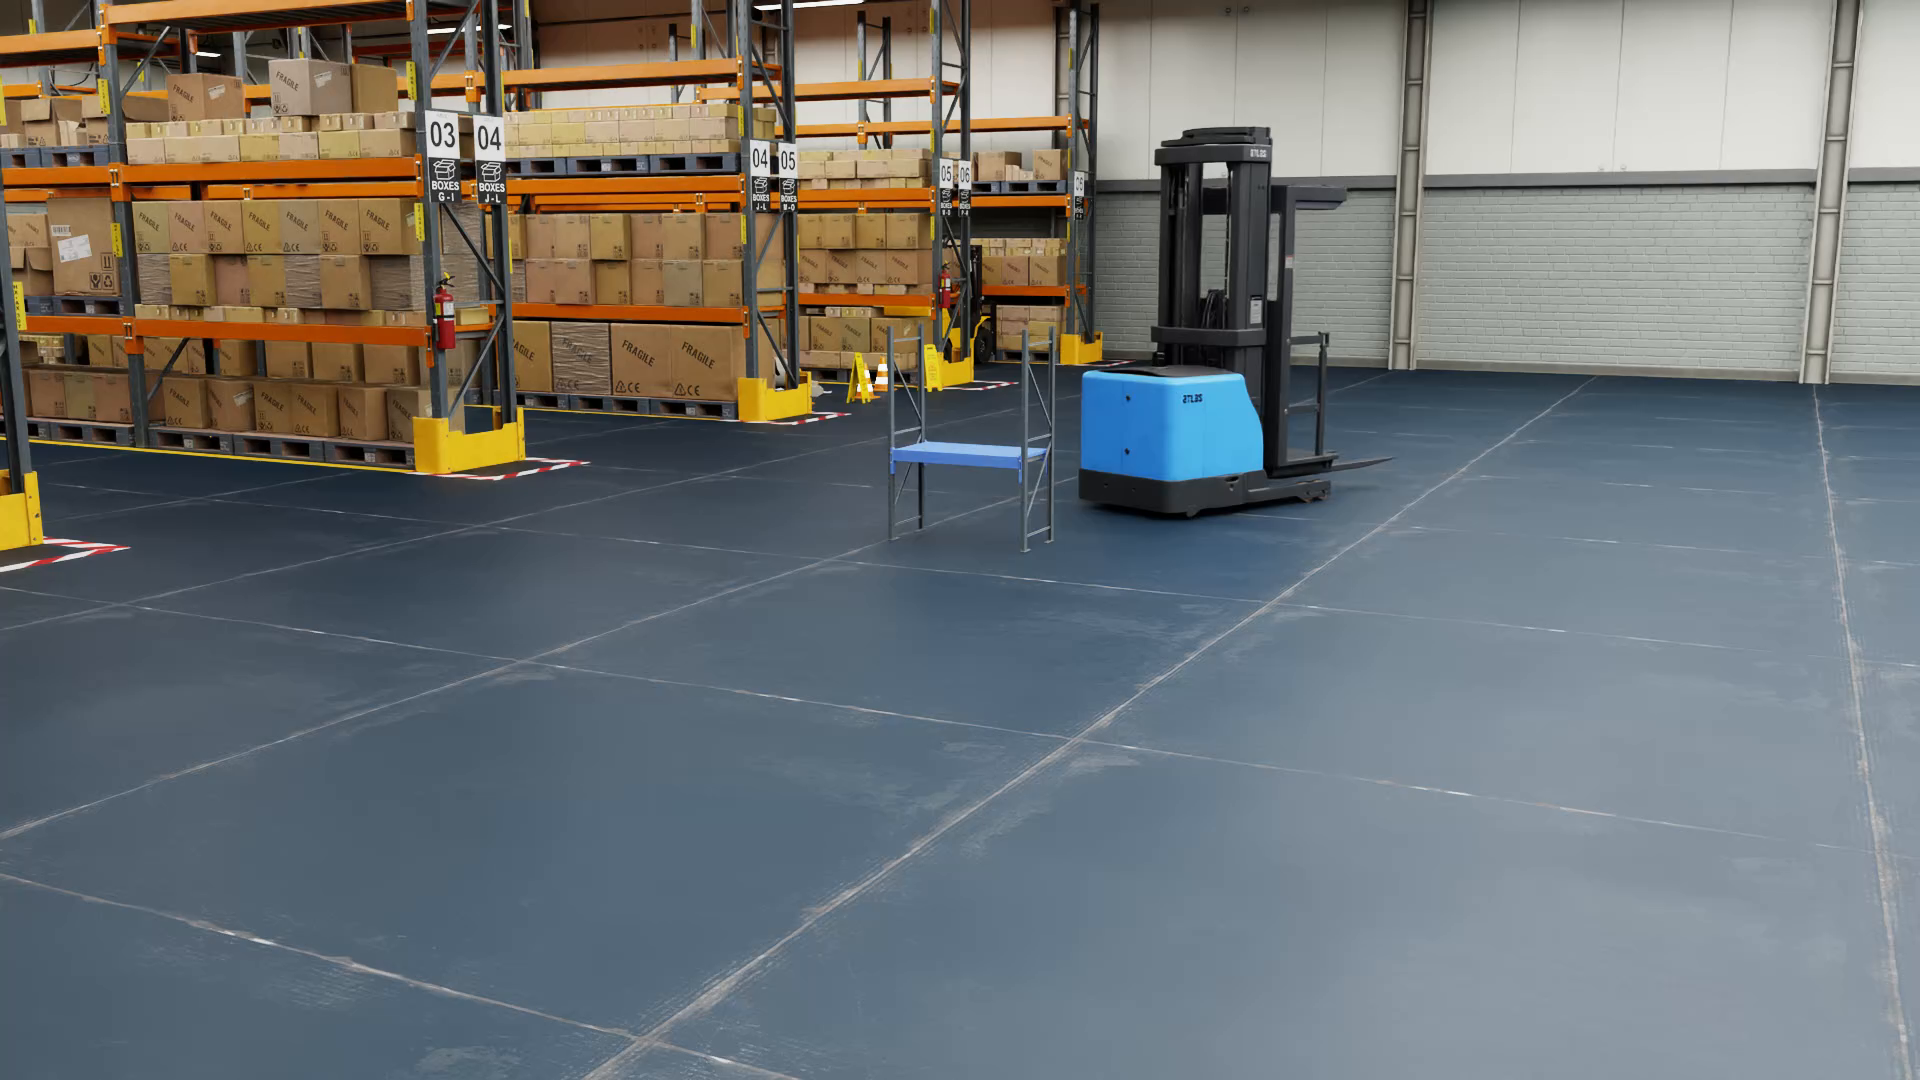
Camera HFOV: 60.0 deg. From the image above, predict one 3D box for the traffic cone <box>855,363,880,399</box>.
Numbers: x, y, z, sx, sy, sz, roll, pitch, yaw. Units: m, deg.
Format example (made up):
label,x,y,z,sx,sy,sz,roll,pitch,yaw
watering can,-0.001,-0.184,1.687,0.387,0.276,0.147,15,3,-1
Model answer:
label,x,y,z,sx,sy,sz,roll,pitch,yaw
traffic cone,-1.265,-2.127,22.185,0.334,0.463,0.336,5,11,26

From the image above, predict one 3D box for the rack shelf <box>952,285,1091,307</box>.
label,x,y,z,sx,sy,sz,roll,pitch,yaw
rack shelf,0.277,-4.348,29.354,4.000,0.370,1.077,5,11,26

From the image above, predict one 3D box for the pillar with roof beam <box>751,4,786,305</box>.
label,x,y,z,sx,sy,sz,roll,pitch,yaw
pillar with roof beam,-5.441,-7.481,27.797,0.548,9.000,9.100,5,11,26

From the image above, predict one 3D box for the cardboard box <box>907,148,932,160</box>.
label,x,y,z,sx,sy,sz,roll,pitch,yaw
cardboard box,-0.556,-5.476,23.609,0.250,0.149,0.380,5,11,26

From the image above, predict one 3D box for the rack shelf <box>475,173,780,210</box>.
label,x,y,z,sx,sy,sz,roll,pitch,yaw
rack shelf,-4.016,-4.233,20.293,4.000,0.370,1.077,5,11,26

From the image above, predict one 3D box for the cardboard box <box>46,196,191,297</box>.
label,x,y,z,sx,sy,sz,roll,pitch,yaw
cardboard box,-8.745,-3.071,17.413,1.000,1.000,1.000,5,11,26

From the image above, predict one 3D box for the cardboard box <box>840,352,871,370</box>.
label,x,y,z,sx,sy,sz,roll,pitch,yaw
cardboard box,-1.427,-2.668,24.592,0.500,0.250,0.500,5,11,26

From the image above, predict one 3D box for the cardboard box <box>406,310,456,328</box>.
label,x,y,z,sx,sy,sz,roll,pitch,yaw
cardboard box,-4.854,-2.035,15.257,0.250,0.149,0.380,5,11,26

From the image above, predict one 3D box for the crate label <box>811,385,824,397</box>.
label,x,y,z,sx,sy,sz,roll,pitch,yaw
crate label,-1.997,-2.019,22.501,0.298,0.136,0.250,-1,10,-4

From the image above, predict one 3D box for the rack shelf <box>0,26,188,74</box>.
label,x,y,z,sx,sy,sz,roll,pitch,yaw
rack shelf,-9.888,-5.043,17.470,4.000,0.370,1.077,5,11,26

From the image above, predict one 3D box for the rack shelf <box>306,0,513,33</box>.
label,x,y,z,sx,sy,sz,roll,pitch,yaw
rack shelf,-9.090,-8.773,27.625,4.000,0.370,1.077,5,11,26

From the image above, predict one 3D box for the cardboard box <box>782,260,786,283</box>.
label,x,y,z,sx,sy,sz,roll,pitch,yaw
cardboard box,-2.533,-4.106,24.878,0.500,0.500,0.500,5,11,25

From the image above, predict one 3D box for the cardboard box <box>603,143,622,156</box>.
label,x,y,z,sx,sy,sz,roll,pitch,yaw
cardboard box,-4.038,-4.654,19.845,0.250,0.149,0.380,5,11,27

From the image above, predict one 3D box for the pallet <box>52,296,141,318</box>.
label,x,y,z,sx,sy,sz,roll,pitch,yaw
pallet,-8.715,-2.473,17.512,1.213,0.211,1.003,5,11,26

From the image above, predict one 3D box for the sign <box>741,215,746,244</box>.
label,x,y,z,sx,sy,sz,roll,pitch,yaw
sign,-2.475,-3.554,19.028,0.005,0.325,0.100,5,11,26

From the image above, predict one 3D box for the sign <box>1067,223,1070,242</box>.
label,x,y,z,sx,sy,sz,roll,pitch,yaw
sign,1.818,-5.146,27.822,0.005,0.325,0.100,5,11,26

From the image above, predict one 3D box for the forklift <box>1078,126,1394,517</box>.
label,x,y,z,sx,sy,sz,roll,pitch,yaw
forklift,2.393,-1.809,13.493,3.031,2.935,1.130,-8,13,-39

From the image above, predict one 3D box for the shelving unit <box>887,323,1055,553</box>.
label,x,y,z,sx,sy,sz,roll,pitch,yaw
shelving unit,0.077,-0.731,11.560,1.048,1.500,0.538,5,11,26

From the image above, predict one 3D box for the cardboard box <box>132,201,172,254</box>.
label,x,y,z,sx,sy,sz,roll,pitch,yaw
cardboard box,-7.803,-3.096,16.489,0.500,0.500,0.500,5,11,26

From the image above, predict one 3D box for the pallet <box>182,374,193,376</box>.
label,x,y,z,sx,sy,sz,roll,pitch,yaw
pallet,-11.186,-2.370,24.231,1.213,0.211,1.003,5,11,26

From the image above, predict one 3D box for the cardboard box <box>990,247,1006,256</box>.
label,x,y,z,sx,sy,sz,roll,pitch,yaw
cardboard box,0.710,-4.976,28.701,0.250,0.149,0.380,5,11,24

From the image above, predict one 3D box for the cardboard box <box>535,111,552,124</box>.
label,x,y,z,sx,sy,sz,roll,pitch,yaw
cardboard box,-4.949,-5.126,20.216,0.250,0.149,0.380,5,11,25

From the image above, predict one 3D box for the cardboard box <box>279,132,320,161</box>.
label,x,y,z,sx,sy,sz,roll,pitch,yaw
cardboard box,-5.957,-3.649,15.470,0.500,0.250,0.500,5,12,27

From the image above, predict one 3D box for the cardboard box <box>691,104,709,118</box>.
label,x,y,z,sx,sy,sz,roll,pitch,yaw
cardboard box,-2.898,-4.946,19.221,0.250,0.149,0.380,5,11,26

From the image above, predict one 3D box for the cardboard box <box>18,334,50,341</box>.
label,x,y,z,sx,sy,sz,roll,pitch,yaw
cardboard box,-14.089,-3.047,25.299,0.250,0.149,0.380,5,12,28

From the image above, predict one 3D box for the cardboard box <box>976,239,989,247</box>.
label,x,y,z,sx,sy,sz,roll,pitch,yaw
cardboard box,0.467,-5.139,28.763,0.250,0.149,0.380,5,12,27

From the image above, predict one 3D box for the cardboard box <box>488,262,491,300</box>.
label,x,y,z,sx,sy,sz,roll,pitch,yaw
cardboard box,-6.395,-3.316,21.349,0.500,0.500,0.500,5,11,25

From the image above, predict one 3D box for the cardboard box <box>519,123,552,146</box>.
label,x,y,z,sx,sy,sz,roll,pitch,yaw
cardboard box,-5.041,-4.950,20.362,0.500,0.250,0.500,5,11,25

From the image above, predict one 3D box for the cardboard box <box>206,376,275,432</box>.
label,x,y,z,sx,sy,sz,roll,pitch,yaw
cardboard box,-7.236,-1.379,16.767,0.500,0.500,0.500,10,14,44

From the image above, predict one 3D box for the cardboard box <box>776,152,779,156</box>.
label,x,y,z,sx,sy,sz,roll,pitch,yaw
cardboard box,-2.624,-5.660,24.626,0.250,0.149,0.380,5,11,24

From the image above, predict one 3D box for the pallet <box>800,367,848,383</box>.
label,x,y,z,sx,sy,sz,roll,pitch,yaw
pallet,-1.993,-2.552,25.236,1.213,0.211,1.003,5,11,26

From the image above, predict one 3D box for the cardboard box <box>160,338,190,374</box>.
label,x,y,z,sx,sy,sz,roll,pitch,yaw
cardboard box,-11.047,-2.651,23.795,0.500,0.500,0.500,4,11,23

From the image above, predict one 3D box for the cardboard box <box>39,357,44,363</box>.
label,x,y,z,sx,sy,sz,roll,pitch,yaw
cardboard box,-13.682,-2.713,25.124,0.250,0.149,0.380,5,12,27

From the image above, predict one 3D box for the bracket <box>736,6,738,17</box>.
label,x,y,z,sx,sy,sz,roll,pitch,yaw
bracket,-4.065,-9.916,31.143,0.430,0.232,0.235,5,11,26

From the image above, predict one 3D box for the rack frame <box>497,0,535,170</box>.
label,x,y,z,sx,sy,sz,roll,pitch,yaw
rack frame,-7.297,-7.334,26.987,0.127,3.000,1.000,5,11,26

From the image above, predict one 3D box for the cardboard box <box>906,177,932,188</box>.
label,x,y,z,sx,sy,sz,roll,pitch,yaw
cardboard box,-0.566,-5.088,23.701,0.250,0.149,0.380,5,11,26

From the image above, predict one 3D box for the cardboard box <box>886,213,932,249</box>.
label,x,y,z,sx,sy,sz,roll,pitch,yaw
cardboard box,-0.677,-4.445,23.943,0.500,0.500,0.700,5,11,24

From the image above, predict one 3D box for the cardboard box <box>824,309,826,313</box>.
label,x,y,z,sx,sy,sz,roll,pitch,yaw
cardboard box,-1.989,-3.938,30.552,0.625,0.625,0.875,6,12,28

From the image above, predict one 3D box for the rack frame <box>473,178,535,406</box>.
label,x,y,z,sx,sy,sz,roll,pitch,yaw
rack frame,-5.809,-3.268,21.367,0.127,3.000,1.000,5,11,26

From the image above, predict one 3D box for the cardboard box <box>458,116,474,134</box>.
label,x,y,z,sx,sy,sz,roll,pitch,yaw
cardboard box,-4.652,-3.826,15.327,0.250,0.149,0.380,5,11,25

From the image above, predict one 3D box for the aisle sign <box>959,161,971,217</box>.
label,x,y,z,sx,sy,sz,roll,pitch,yaw
aisle sign,0.070,-5.076,24.053,0.004,0.787,0.394,5,11,26

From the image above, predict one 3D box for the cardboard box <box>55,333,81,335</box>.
label,x,y,z,sx,sy,sz,roll,pitch,yaw
cardboard box,-13.670,-3.099,25.585,0.250,0.149,0.380,5,11,25

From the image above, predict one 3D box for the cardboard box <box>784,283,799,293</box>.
label,x,y,z,sx,sy,sz,roll,pitch,yaw
cardboard box,-2.426,-3.765,24.816,0.250,0.149,0.380,5,11,26

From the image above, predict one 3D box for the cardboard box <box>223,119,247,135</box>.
label,x,y,z,sx,sy,sz,roll,pitch,yaw
cardboard box,-6.753,-3.911,15.797,0.250,0.149,0.380,5,11,25

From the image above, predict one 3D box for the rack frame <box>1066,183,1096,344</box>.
label,x,y,z,sx,sy,sz,roll,pitch,yaw
rack frame,2.071,-4.545,28.419,0.127,3.000,1.000,5,11,26

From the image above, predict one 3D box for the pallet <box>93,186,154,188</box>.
label,x,y,z,sx,sy,sz,roll,pitch,yaw
pallet,-11.545,-5.136,23.788,1.003,0.211,1.213,5,11,26

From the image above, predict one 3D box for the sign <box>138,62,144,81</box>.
label,x,y,z,sx,sy,sz,roll,pitch,yaw
sign,-14.722,-8.414,29.885,0.005,0.325,0.100,5,11,26

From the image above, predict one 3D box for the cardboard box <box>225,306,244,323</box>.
label,x,y,z,sx,sy,sz,roll,pitch,yaw
cardboard box,-6.903,-2.201,16.175,0.250,0.149,0.380,5,11,26

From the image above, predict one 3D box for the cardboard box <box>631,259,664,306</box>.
label,x,y,z,sx,sy,sz,roll,pitch,yaw
cardboard box,-3.524,-3.153,20.309,0.550,0.550,0.875,5,11,26

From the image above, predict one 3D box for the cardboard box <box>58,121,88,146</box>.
label,x,y,z,sx,sy,sz,roll,pitch,yaw
cardboard box,-8.982,-4.159,17.063,0.258,0.266,0.396,5,12,28

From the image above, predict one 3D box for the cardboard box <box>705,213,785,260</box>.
label,x,y,z,sx,sy,sz,roll,pitch,yaw
cardboard box,-2.538,-3.594,19.712,0.550,0.550,0.875,5,11,26

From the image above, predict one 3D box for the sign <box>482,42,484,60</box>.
label,x,y,z,sx,sy,sz,roll,pitch,yaw
sign,-7.539,-7.783,26.398,0.005,0.325,0.100,5,11,26

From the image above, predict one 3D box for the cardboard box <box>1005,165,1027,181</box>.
label,x,y,z,sx,sy,sz,roll,pitch,yaw
cardboard box,0.966,-6.247,28.321,0.258,0.266,0.396,5,11,26
